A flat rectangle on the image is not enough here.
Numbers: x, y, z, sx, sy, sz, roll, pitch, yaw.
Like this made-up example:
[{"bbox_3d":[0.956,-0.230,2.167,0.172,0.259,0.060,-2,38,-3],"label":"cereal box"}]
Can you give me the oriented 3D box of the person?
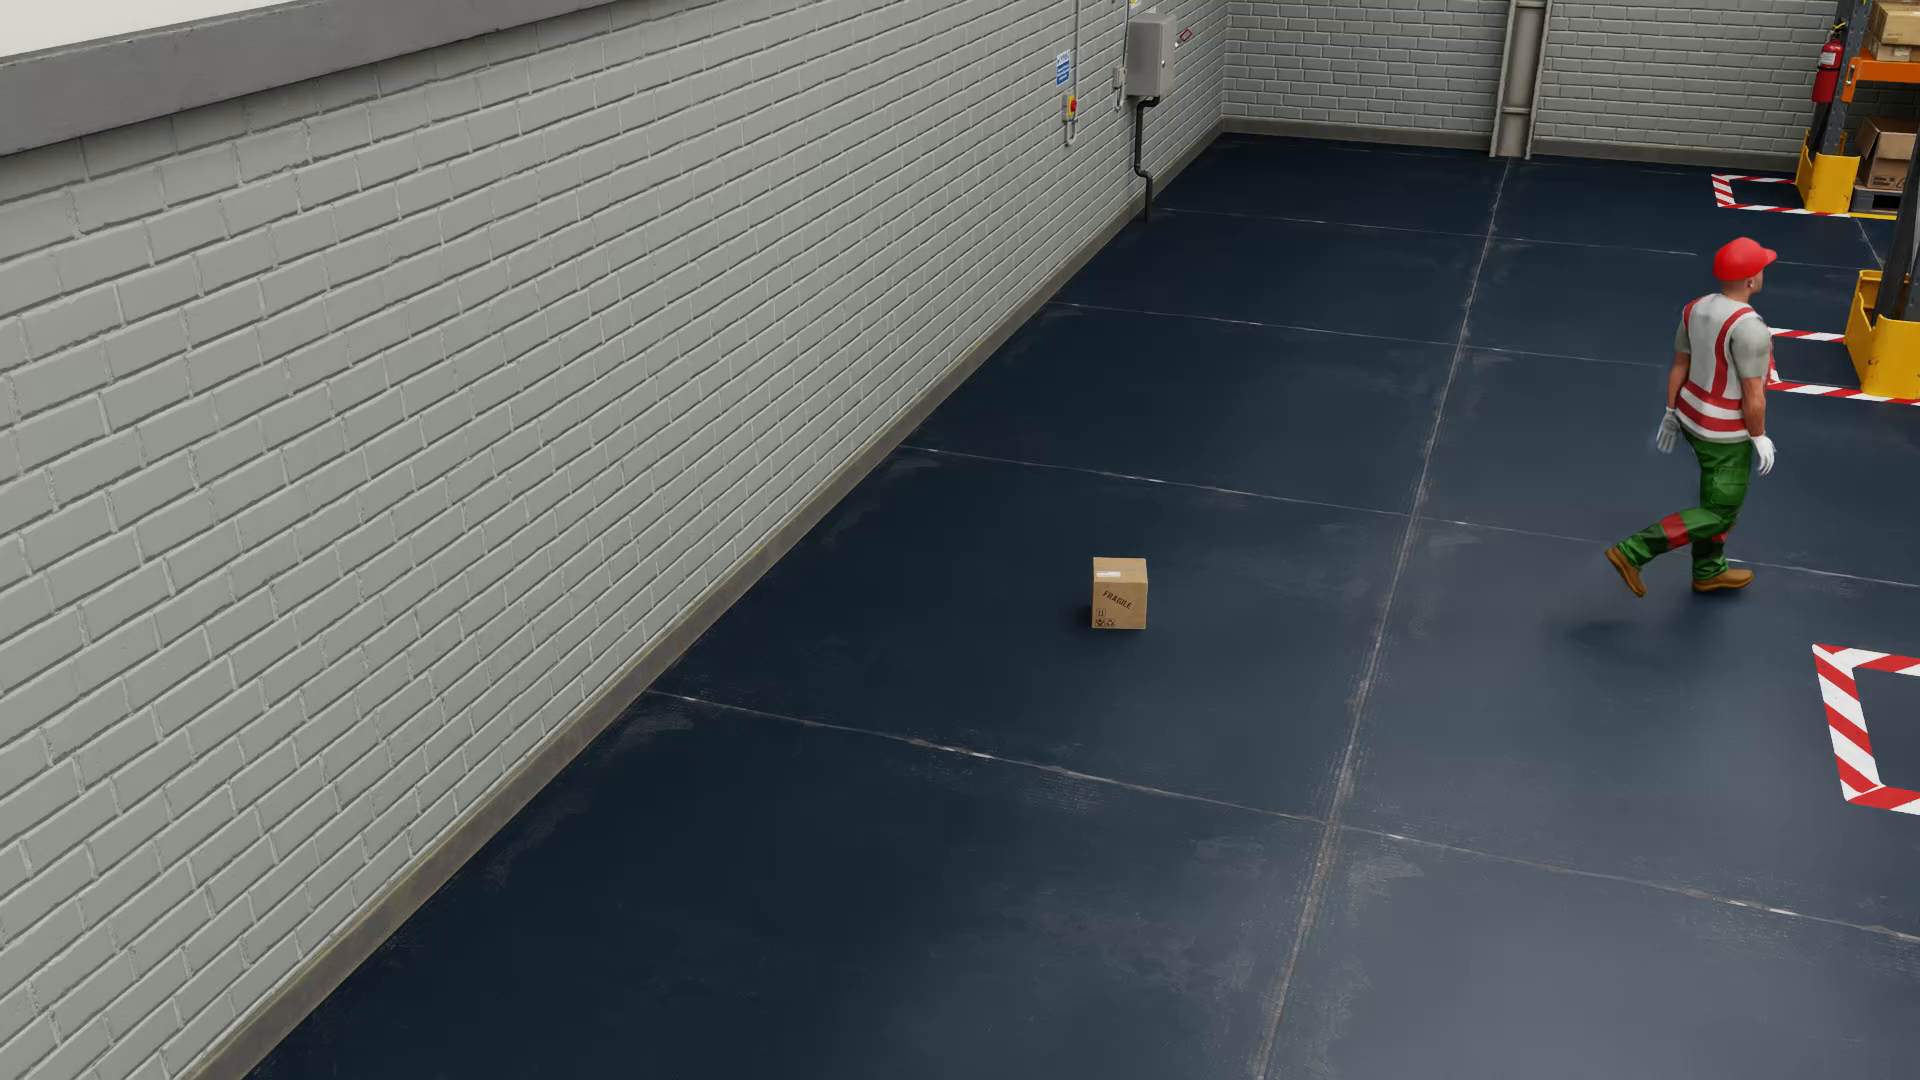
[{"bbox_3d":[3.473,-0.522,7.653,0.814,1.763,0.531,-2,26,-5],"label":"person"}]
